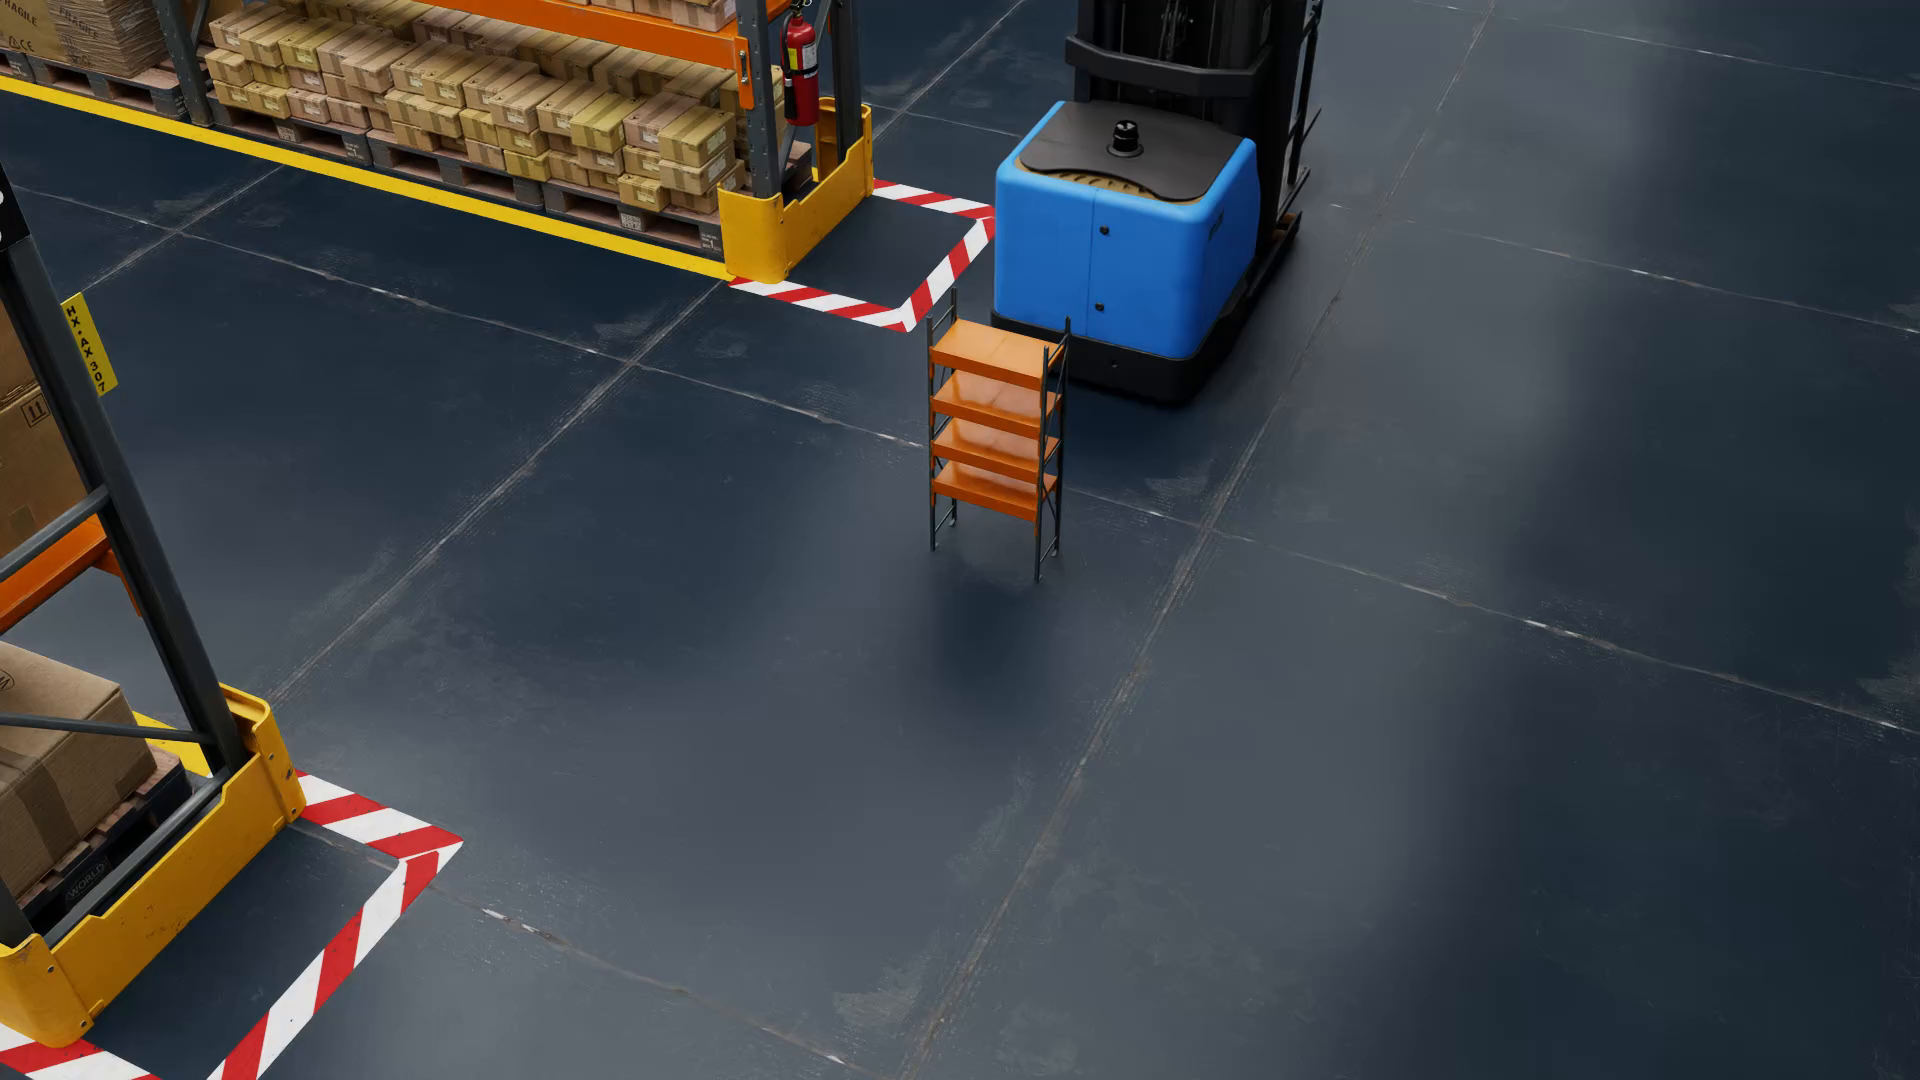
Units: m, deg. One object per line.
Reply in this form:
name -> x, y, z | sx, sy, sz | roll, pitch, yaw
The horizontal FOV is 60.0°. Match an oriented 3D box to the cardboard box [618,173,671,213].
cardboard box -> -1.649, -1.962, 9.079 | 0.250, 0.149, 0.380 | 18, 44, 20

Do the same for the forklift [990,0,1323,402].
forklift -> 1.219, -2.731, 8.163 | 1.130, 2.935, 3.031 | 17, 44, 18

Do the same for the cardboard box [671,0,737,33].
cardboard box -> -1.223, -2.675, 8.237 | 0.250, 0.149, 0.380 | 17, 44, 19

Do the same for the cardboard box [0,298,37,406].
cardboard box -> -3.124, -0.599, 4.811 | 0.500, 0.500, 0.500 | 16, 43, 18

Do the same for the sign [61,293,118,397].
sign -> -2.569, -0.566, 4.891 | 0.005, 0.325, 0.100 | 17, 44, 19

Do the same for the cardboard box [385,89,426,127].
cardboard box -> -3.052, -2.521, 9.498 | 0.250, 0.149, 0.380 | 17, 44, 18

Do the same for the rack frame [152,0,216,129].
rack frame -> -4.433, -3.955, 9.523 | 0.127, 3.000, 1.000 | 17, 44, 19

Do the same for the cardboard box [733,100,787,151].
cardboard box -> -1.174, -2.338, 9.287 | 0.250, 0.149, 0.380 | 19, 44, 20

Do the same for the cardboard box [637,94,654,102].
cardboard box -> -1.658, -2.463, 9.430 | 0.250, 0.149, 0.380 | 18, 44, 19

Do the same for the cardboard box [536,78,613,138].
cardboard box -> -2.095, -2.359, 9.083 | 0.250, 0.149, 0.380 | 15, 43, 17

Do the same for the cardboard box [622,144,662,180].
cardboard box -> -1.621, -2.122, 9.037 | 0.250, 0.149, 0.380 | 16, 43, 18

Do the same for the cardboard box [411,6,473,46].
cardboard box -> -3.037, -3.067, 9.900 | 0.250, 0.149, 0.380 | 15, 43, 17

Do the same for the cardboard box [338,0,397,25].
cardboard box -> -3.524, -3.205, 10.059 | 0.250, 0.149, 0.380 | 17, 44, 18

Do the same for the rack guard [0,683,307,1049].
rack guard -> -2.788, 1.070, 5.634 | 0.348, 0.500, 1.175 | 17, 44, 19

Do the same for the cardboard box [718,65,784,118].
cardboard box -> -1.139, -2.500, 9.246 | 0.250, 0.149, 0.380 | 15, 43, 17

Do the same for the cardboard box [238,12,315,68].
cardboard box -> -3.984, -2.931, 9.743 | 0.250, 0.149, 0.380 | 19, 44, 21

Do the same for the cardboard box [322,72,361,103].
cardboard box -> -3.493, -2.719, 9.726 | 0.250, 0.149, 0.380 | 15, 43, 16

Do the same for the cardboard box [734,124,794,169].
cardboard box -> -1.148, -2.264, 9.427 | 0.250, 0.149, 0.380 | 18, 44, 19

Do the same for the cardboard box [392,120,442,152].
cardboard box -> -3.046, -2.409, 9.596 | 0.250, 0.149, 0.380 | 16, 43, 17

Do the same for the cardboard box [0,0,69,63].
cardboard box -> -5.675, -3.367, 10.432 | 0.500, 0.500, 0.500 | 16, 43, 18

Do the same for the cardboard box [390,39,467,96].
cardboard box -> -3.010, -2.686, 9.461 | 0.250, 0.149, 0.380 | 15, 43, 17

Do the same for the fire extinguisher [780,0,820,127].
fire extinguisher -> -0.775, -2.333, 7.996 | 0.183, 0.674, 0.296 | 17, 44, 19

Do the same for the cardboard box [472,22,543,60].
cardboard box -> -2.609, -2.866, 9.668 | 0.250, 0.149, 0.380 | 17, 44, 19

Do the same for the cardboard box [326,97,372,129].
cardboard box -> -3.499, -2.592, 9.807 | 0.250, 0.149, 0.380 | 16, 43, 18

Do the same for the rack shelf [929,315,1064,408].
rack shelf -> 0.150, -0.704, 6.547 | 0.480, 0.148, 0.258 | 17, 44, 19

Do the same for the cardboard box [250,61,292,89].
cardboard box -> -3.973, -2.841, 9.867 | 0.250, 0.149, 0.380 | 17, 44, 19

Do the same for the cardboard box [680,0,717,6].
cardboard box -> -1.324, -2.969, 8.082 | 0.500, 0.500, 0.500 | 18, 44, 19

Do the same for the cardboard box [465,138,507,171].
cardboard box -> -2.578, -2.268, 9.432 | 0.250, 0.149, 0.380 | 18, 44, 19

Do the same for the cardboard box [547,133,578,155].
cardboard box -> -2.079, -2.296, 9.238 | 0.250, 0.149, 0.380 | 16, 44, 18

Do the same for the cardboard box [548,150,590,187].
cardboard box -> -2.081, -2.147, 9.292 | 0.250, 0.149, 0.380 | 17, 44, 19

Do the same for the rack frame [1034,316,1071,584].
rack frame -> 0.371, -0.340, 6.726 | 0.015, 1.200, 0.240 | 17, 44, 19

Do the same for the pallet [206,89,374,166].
pallet -> -3.809, -2.736, 10.246 | 1.213, 0.211, 1.003 | 17, 44, 19

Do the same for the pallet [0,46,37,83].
pallet -> -6.249, -3.453, 11.072 | 1.213, 0.211, 1.003 | 17, 44, 19

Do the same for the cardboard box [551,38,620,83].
cardboard box -> -2.121, -2.753, 9.538 | 0.250, 0.149, 0.380 | 19, 44, 20

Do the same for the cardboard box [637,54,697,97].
cardboard box -> -1.614, -2.651, 9.420 | 0.250, 0.149, 0.380 | 17, 44, 19

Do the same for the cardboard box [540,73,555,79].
cardboard box -> -2.388, -2.666, 9.665 | 0.250, 0.149, 0.380 | 19, 44, 21

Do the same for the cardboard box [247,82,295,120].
cardboard box -> -3.998, -2.671, 9.897 | 0.250, 0.149, 0.380 | 18, 44, 20

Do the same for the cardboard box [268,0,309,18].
cardboard box -> -4.000, -3.317, 10.188 | 0.250, 0.149, 0.380 | 18, 44, 20

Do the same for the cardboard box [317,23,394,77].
cardboard box -> -3.488, -2.832, 9.629 | 0.250, 0.149, 0.380 | 16, 43, 18

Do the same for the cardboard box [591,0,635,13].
cardboard box -> -1.666, -2.826, 8.412 | 0.250, 0.149, 0.380 | 17, 44, 18

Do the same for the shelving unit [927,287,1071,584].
shelving unit -> 0.150, -0.408, 6.804 | 0.503, 1.200, 0.258 | 17, 44, 19

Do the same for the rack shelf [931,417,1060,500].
rack shelf -> 0.150, -0.357, 6.848 | 0.480, 0.148, 0.258 | 17, 44, 19

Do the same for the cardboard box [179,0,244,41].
cardboard box -> -4.990, -3.531, 10.621 | 0.500, 0.500, 0.500 | 19, 44, 20

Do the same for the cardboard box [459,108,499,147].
cardboard box -> -2.578, -2.378, 9.333 | 0.250, 0.149, 0.380 | 19, 44, 21

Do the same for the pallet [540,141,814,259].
pallet -> -1.598, -2.060, 9.466 | 1.213, 0.211, 1.003 | 17, 44, 19

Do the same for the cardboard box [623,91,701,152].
cardboard box -> -1.598, -2.253, 8.961 | 0.250, 0.149, 0.380 | 18, 44, 19

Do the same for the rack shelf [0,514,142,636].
rack shelf -> -4.622, -0.163, 5.697 | 4.000, 0.370, 1.077 | 17, 44, 19

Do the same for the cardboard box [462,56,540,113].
cardboard box -> -2.554, -2.539, 9.291 | 0.250, 0.149, 0.380 | 16, 43, 17
